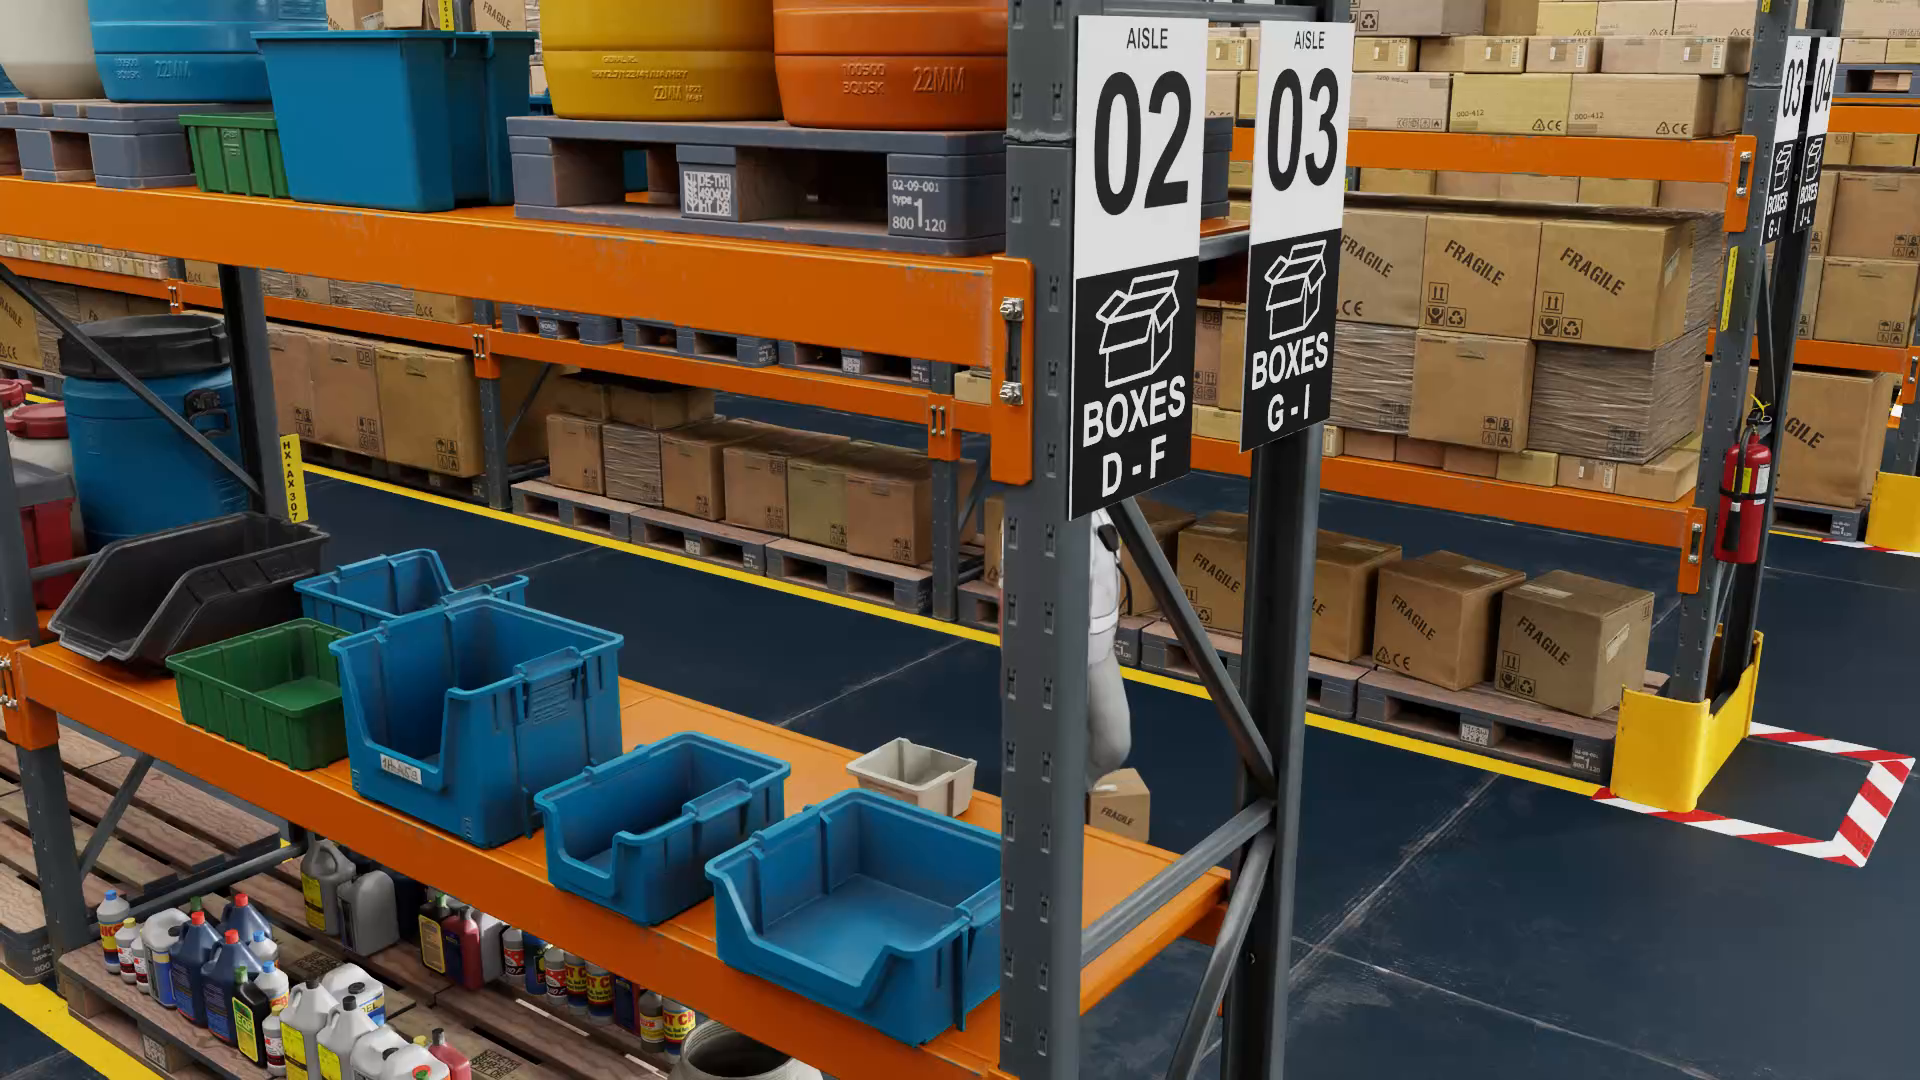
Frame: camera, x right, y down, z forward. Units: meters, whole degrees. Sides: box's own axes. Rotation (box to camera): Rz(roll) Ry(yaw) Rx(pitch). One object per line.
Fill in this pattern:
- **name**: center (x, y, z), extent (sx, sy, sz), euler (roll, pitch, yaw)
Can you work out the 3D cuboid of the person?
- **person**: center (0.388, 0.442, 6.493), extent (0.559, 1.761, 0.463), euler (-8, 18, -24)
